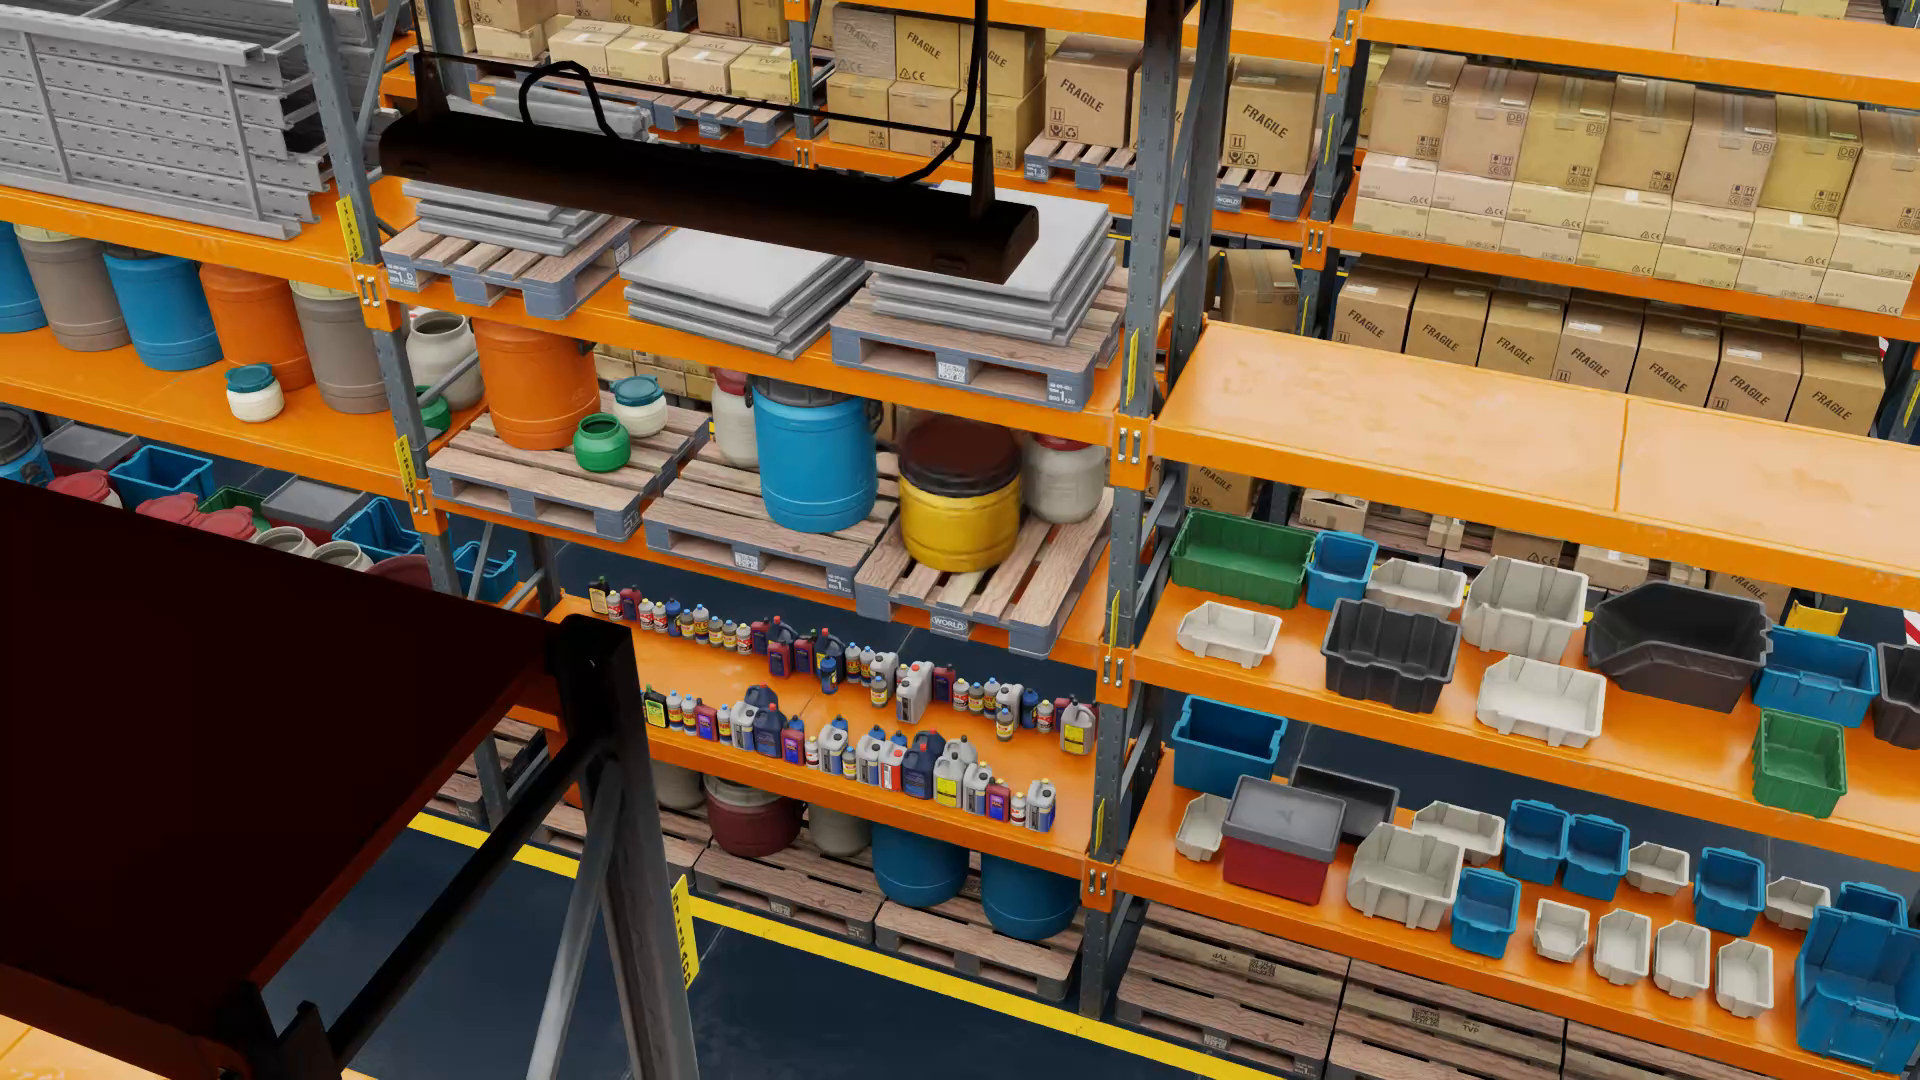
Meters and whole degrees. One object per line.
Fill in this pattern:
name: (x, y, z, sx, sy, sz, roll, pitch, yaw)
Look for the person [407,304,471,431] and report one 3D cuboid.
person: (-4.506, -1.416, 13.798, 1.041, 1.729, 0.558, -4, 37, -5)
